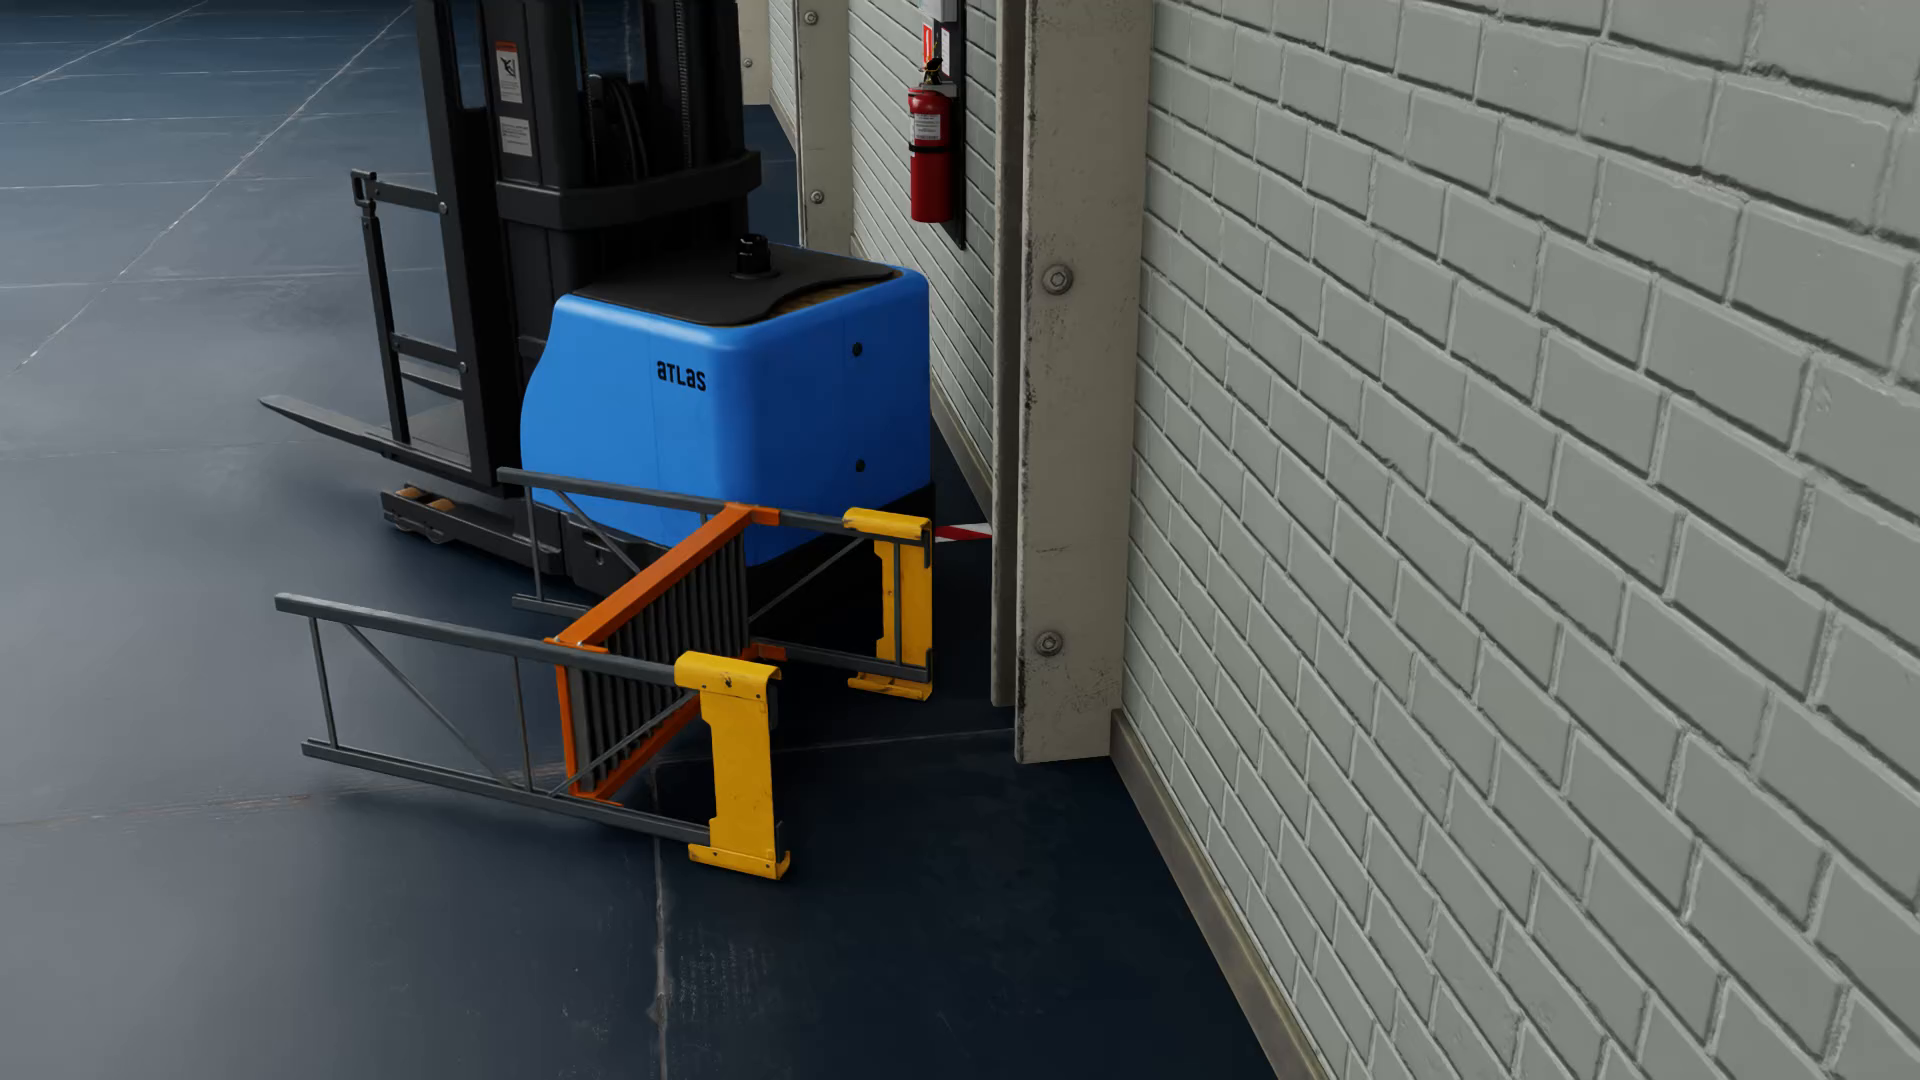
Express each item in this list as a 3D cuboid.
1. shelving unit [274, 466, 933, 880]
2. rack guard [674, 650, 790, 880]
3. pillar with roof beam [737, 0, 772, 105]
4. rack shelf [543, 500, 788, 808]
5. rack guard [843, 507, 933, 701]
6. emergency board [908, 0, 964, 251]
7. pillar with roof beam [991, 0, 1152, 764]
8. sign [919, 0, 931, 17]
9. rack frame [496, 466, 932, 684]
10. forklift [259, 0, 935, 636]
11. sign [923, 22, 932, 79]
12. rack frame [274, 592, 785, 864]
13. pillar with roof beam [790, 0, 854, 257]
[{"bbox_3d":[-0.977,0.295,4.809,1.500,0.587,1.083,9,25,19],"label":"shelving unit"},{"bbox_3d":[-0.568,0.570,4.179,0.250,0.587,0.087,9,25,19],"label":"rack guard"},{"bbox_3d":[-6.168,-7.971,13.258,9.100,9.000,0.400,-4,24,-10],"label":"pillar with roof beam"},{"bbox_3d":[-0.806,0.317,4.758,0.185,0.538,1.000,9,25,19],"label":"rack shelf"},{"bbox_3d":[-0.216,0.197,5.033,0.250,0.587,0.087,9,25,19],"label":"rack guard"},{"bbox_3d":[-0.138,-1.795,6.613,0.194,1.169,0.643,-4,24,-10],"label":"emergency board"},{"bbox_3d":[-3.949,-3.251,2.451,9.100,9.000,0.400,-4,24,-10],"label":"pillar with roof beam"},{"bbox_3d":[-0.146,-2.277,7.009,0.001,0.109,0.331,-4,24,-10],"label":"sign"},{"bbox_3d":[-0.794,0.101,5.252,1.500,0.500,0.032,9,25,19],"label":"rack frame"},{"bbox_3d":[-1.571,-1.478,5.973,3.031,2.935,1.130,17,29,34],"label":"forklift"},{"bbox_3d":[-0.138,-2.037,7.121,0.001,0.329,0.234,-4,24,-10],"label":"sign"},{"bbox_3d":[-1.154,0.482,4.381,1.500,0.500,0.032,9,25,19],"label":"rack frame"},{"bbox_3d":[-5.058,-5.611,7.854,9.100,9.000,0.400,-4,24,-10],"label":"pillar with roof beam"}]
